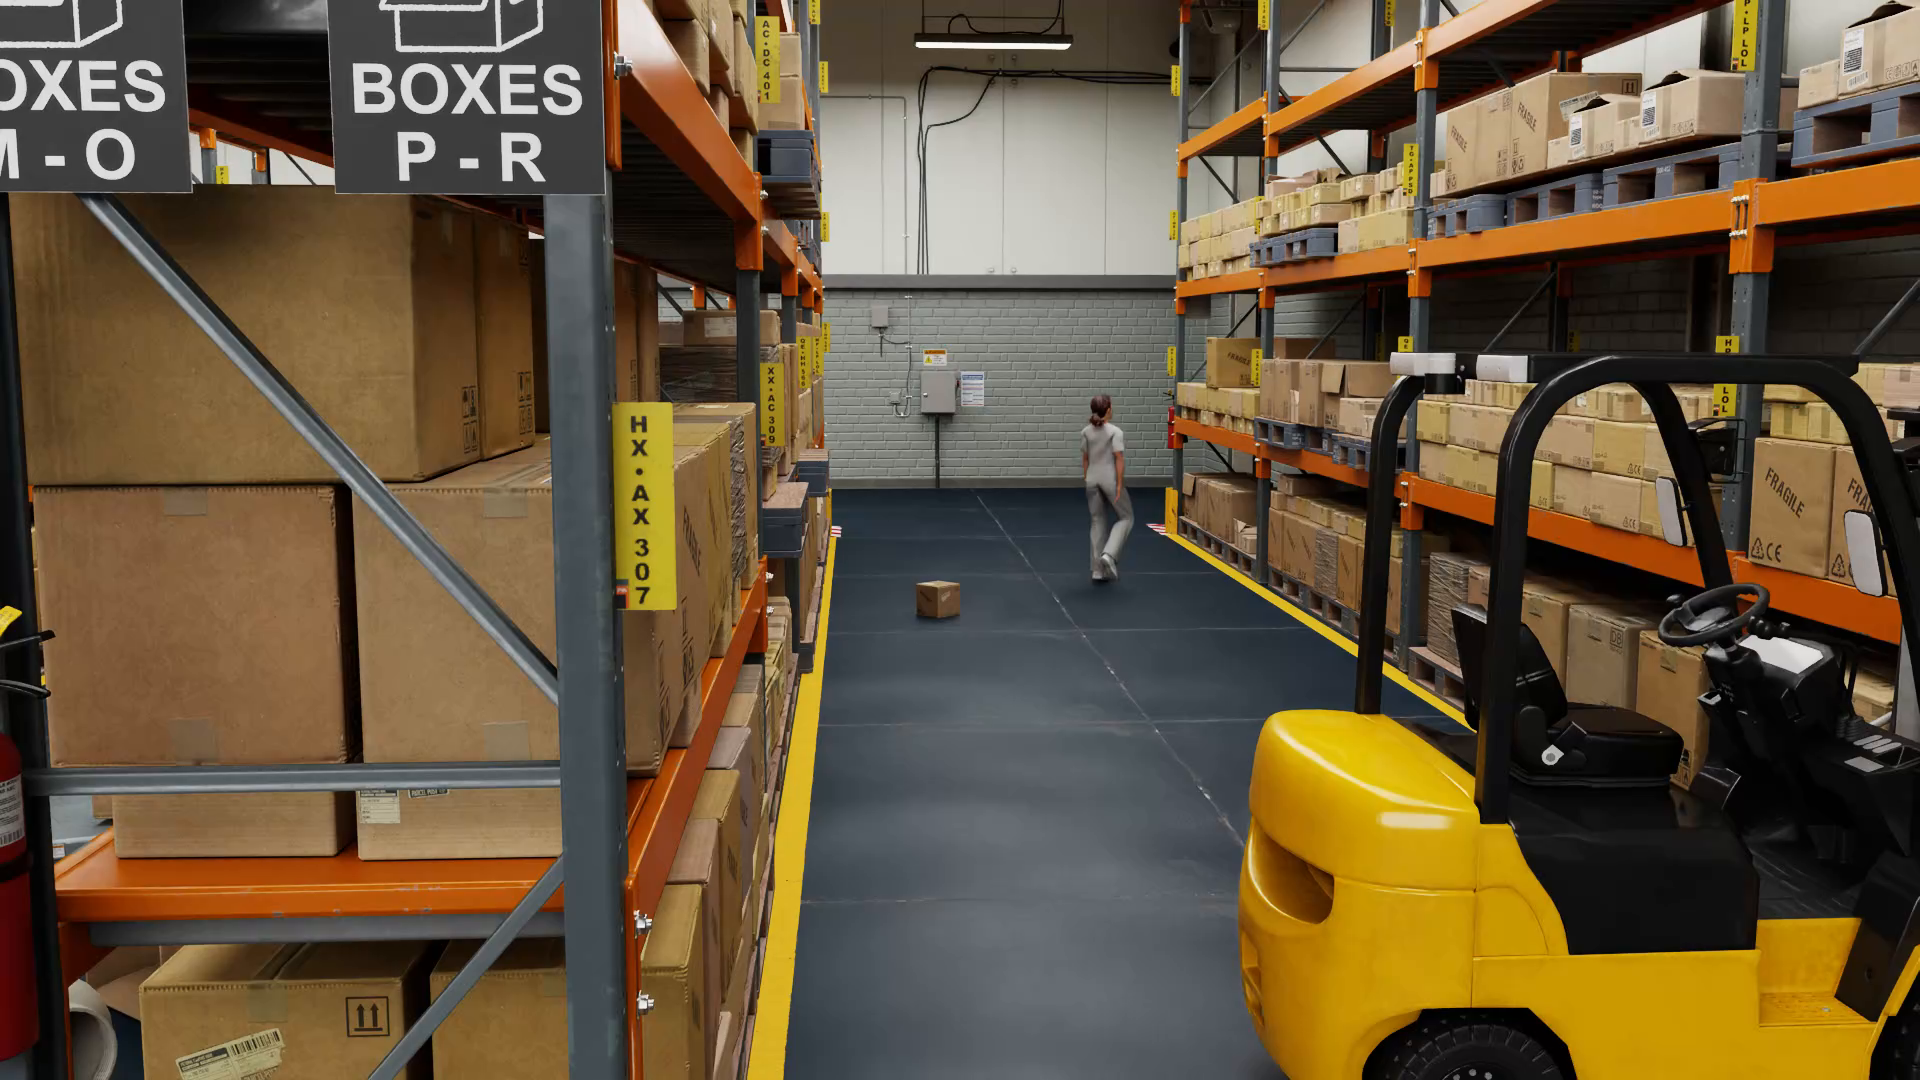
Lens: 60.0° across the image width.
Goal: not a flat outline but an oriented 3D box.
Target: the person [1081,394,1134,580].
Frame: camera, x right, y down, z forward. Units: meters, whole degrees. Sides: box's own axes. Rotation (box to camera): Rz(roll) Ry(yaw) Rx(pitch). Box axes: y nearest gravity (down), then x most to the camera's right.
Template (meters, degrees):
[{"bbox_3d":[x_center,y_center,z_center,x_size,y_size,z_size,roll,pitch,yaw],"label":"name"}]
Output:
[{"bbox_3d":[1.317,-0.478,15.027,0.444,1.677,0.447,4,8,30],"label":"person"}]
